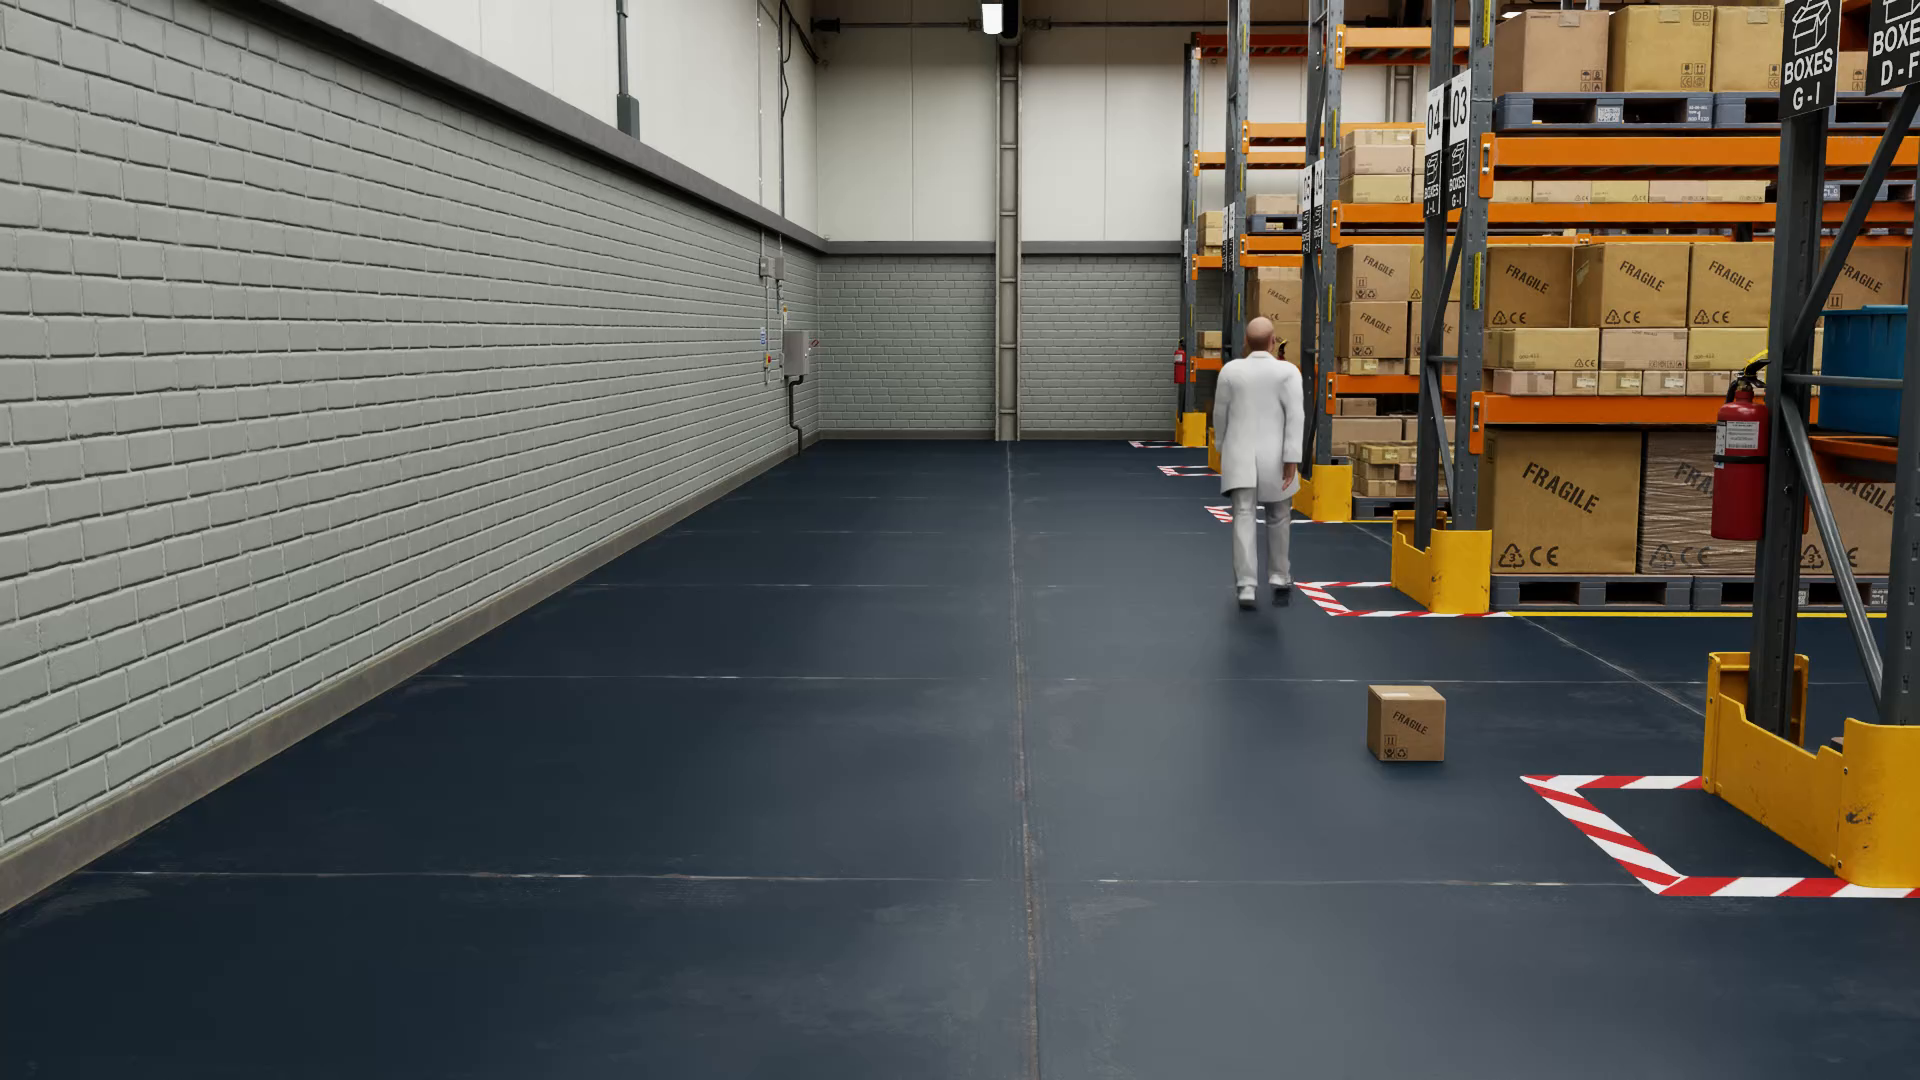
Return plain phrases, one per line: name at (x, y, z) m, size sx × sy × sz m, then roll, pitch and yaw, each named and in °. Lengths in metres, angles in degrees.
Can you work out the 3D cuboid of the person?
person at (1.875, -0.527, 10.453) m, size 0.569 × 1.732 × 1.045 m, roll 2°, pitch 7°, yaw 12°
